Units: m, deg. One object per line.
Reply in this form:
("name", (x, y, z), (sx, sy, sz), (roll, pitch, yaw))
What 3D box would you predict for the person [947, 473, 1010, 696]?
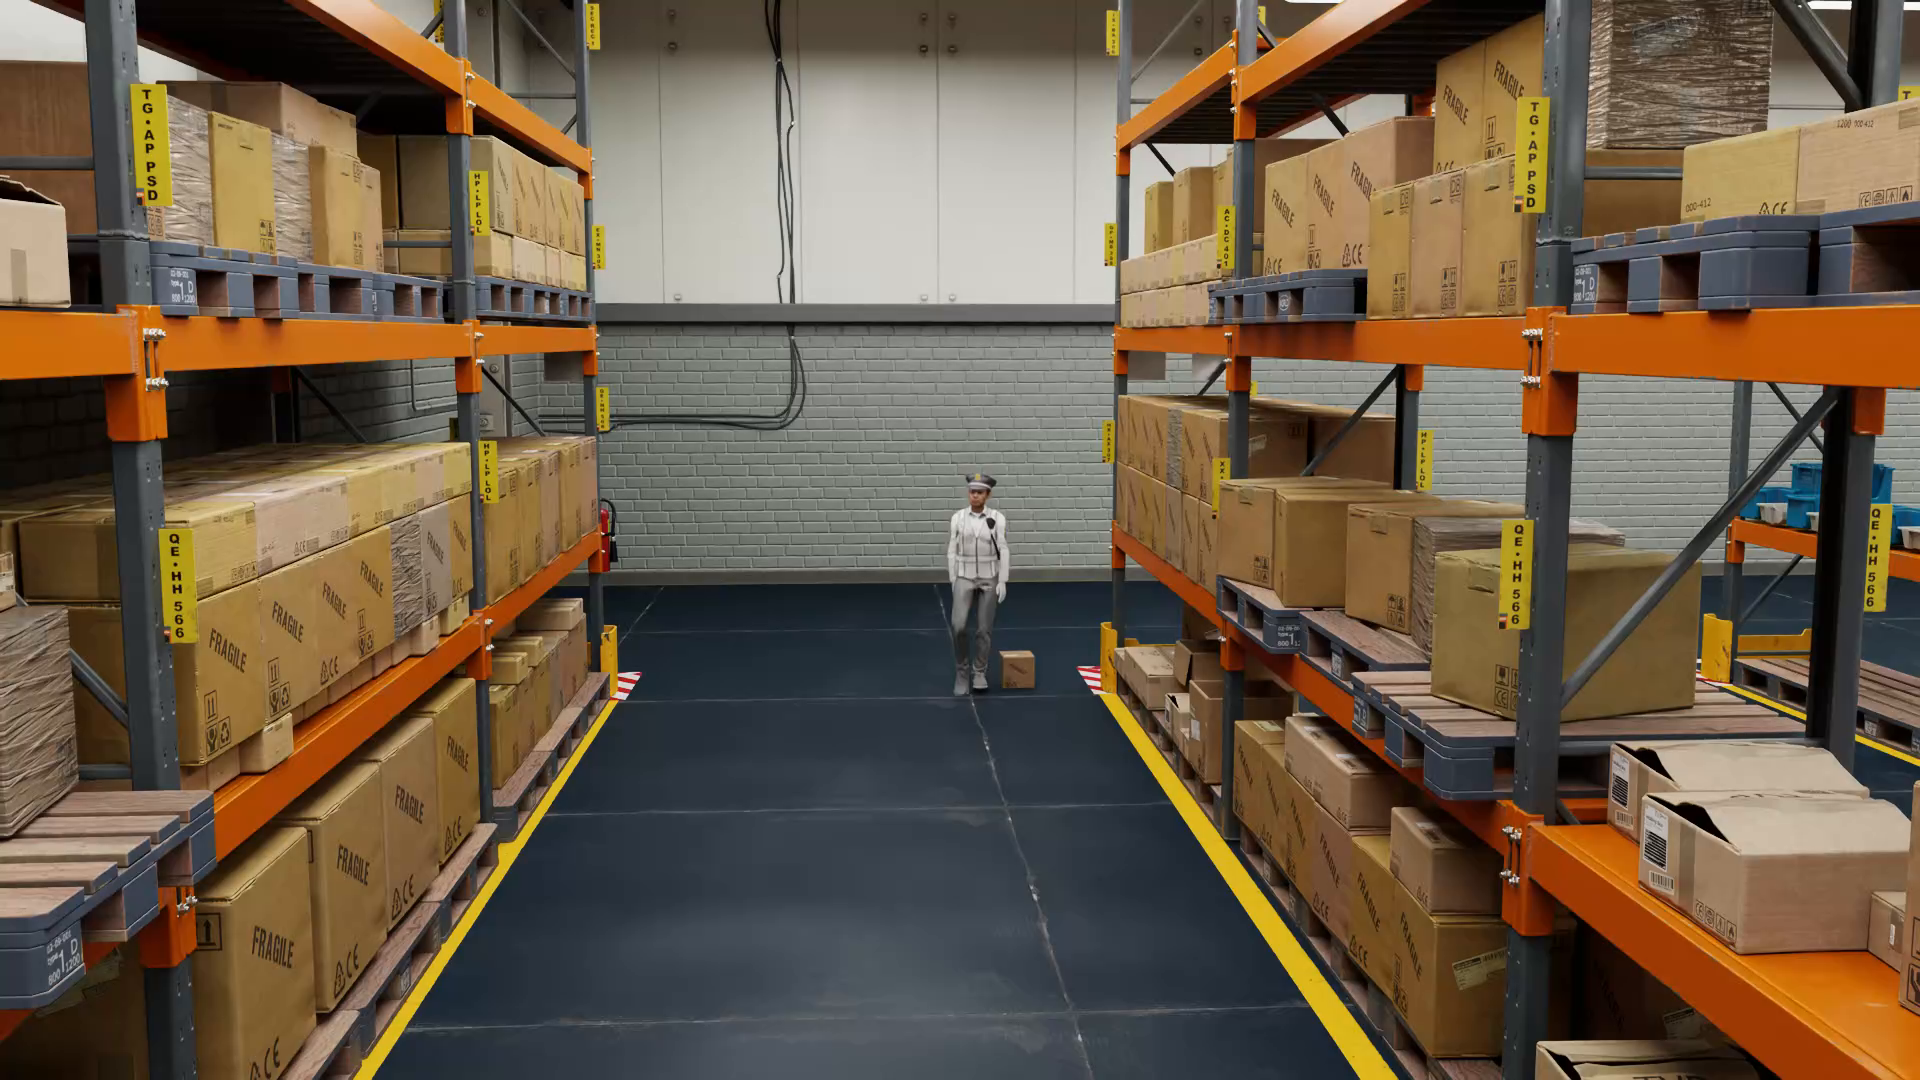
("person", (0.141, 0.347, 12.800), (0.482, 1.734, 0.456), (0, 7, 1))
